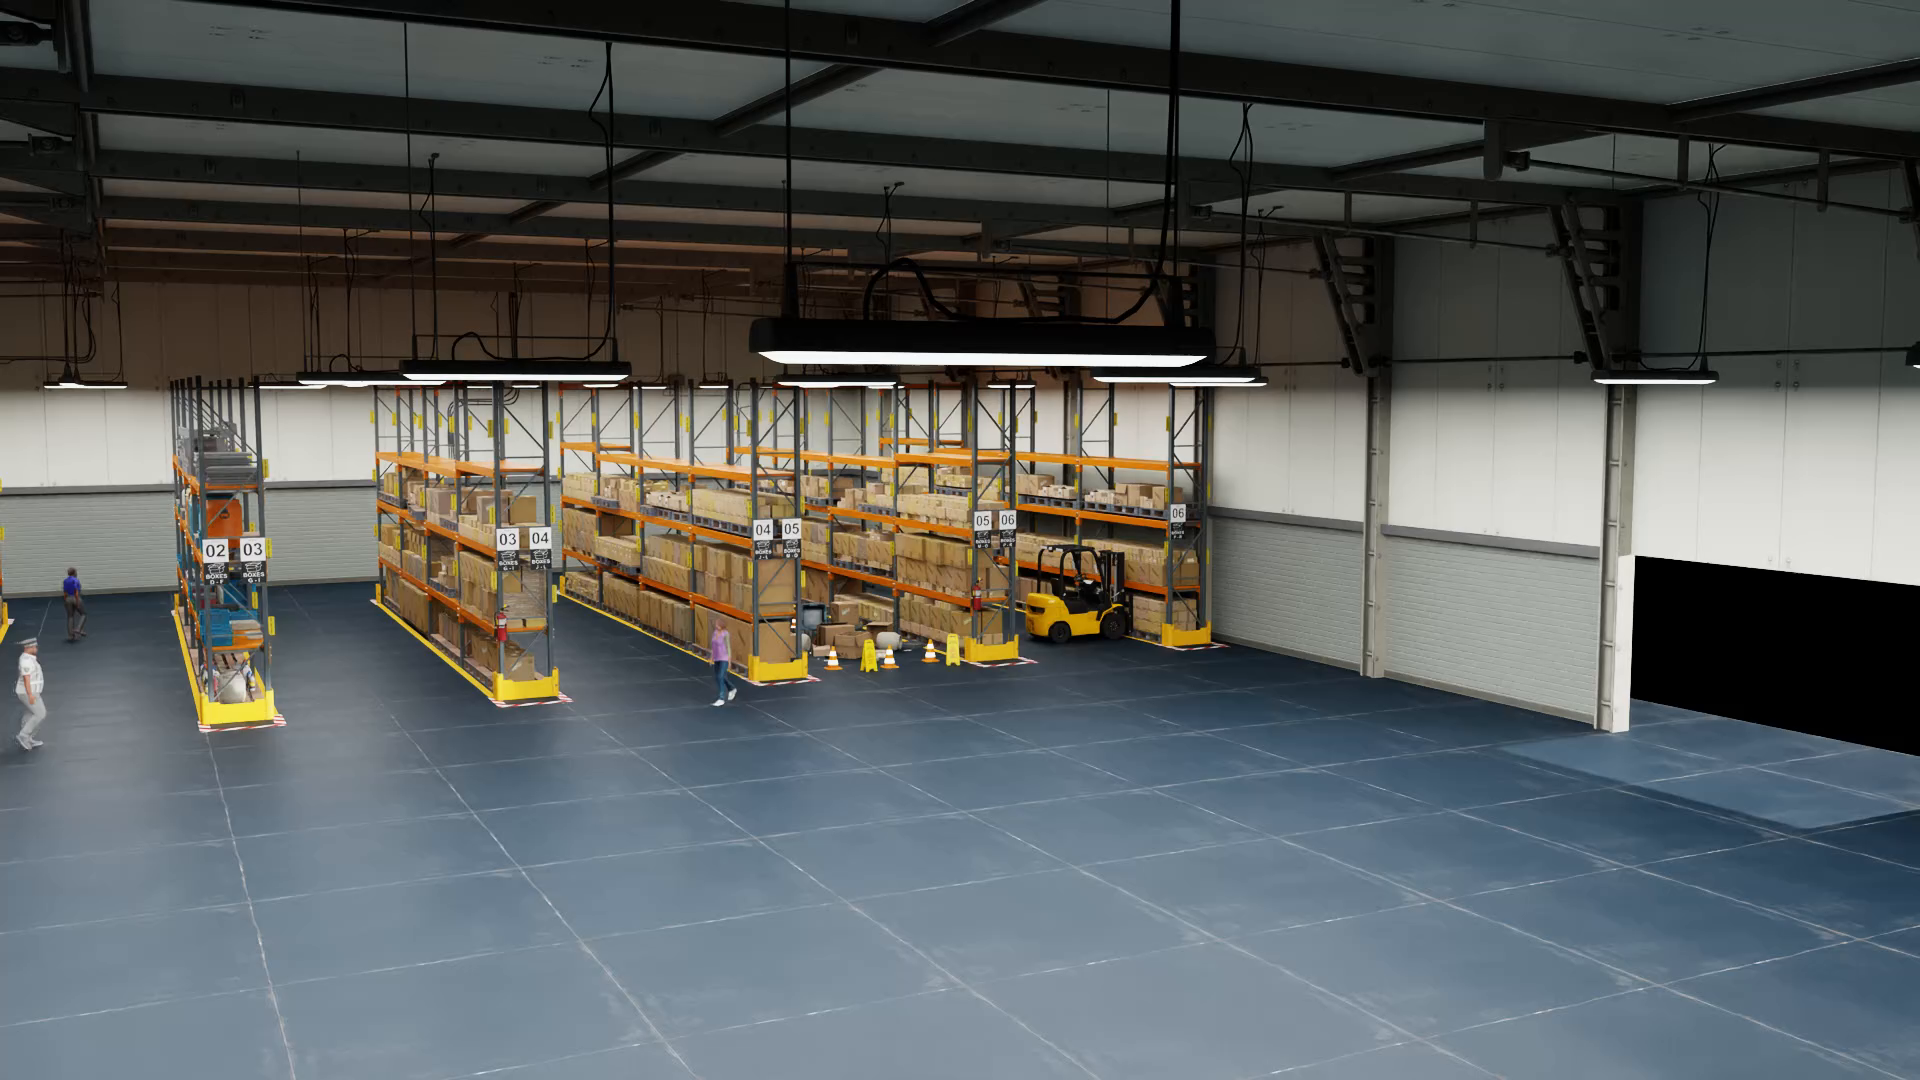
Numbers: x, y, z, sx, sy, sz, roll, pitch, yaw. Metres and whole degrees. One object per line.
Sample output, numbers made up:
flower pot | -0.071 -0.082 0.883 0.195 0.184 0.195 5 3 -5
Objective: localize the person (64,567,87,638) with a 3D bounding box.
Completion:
person | -20.605 1.455 38.656 0.485 1.641 0.480 -1 5 -6

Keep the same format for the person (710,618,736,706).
person | -4.339 2.210 30.559 0.405 1.588 0.690 5 7 44

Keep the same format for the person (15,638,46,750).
person | -14.949 2.464 26.732 0.441 1.782 0.572 -2 6 -26

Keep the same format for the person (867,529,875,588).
person | -2.631 0.532 48.621 0.569 1.716 0.448 -4 7 -39
